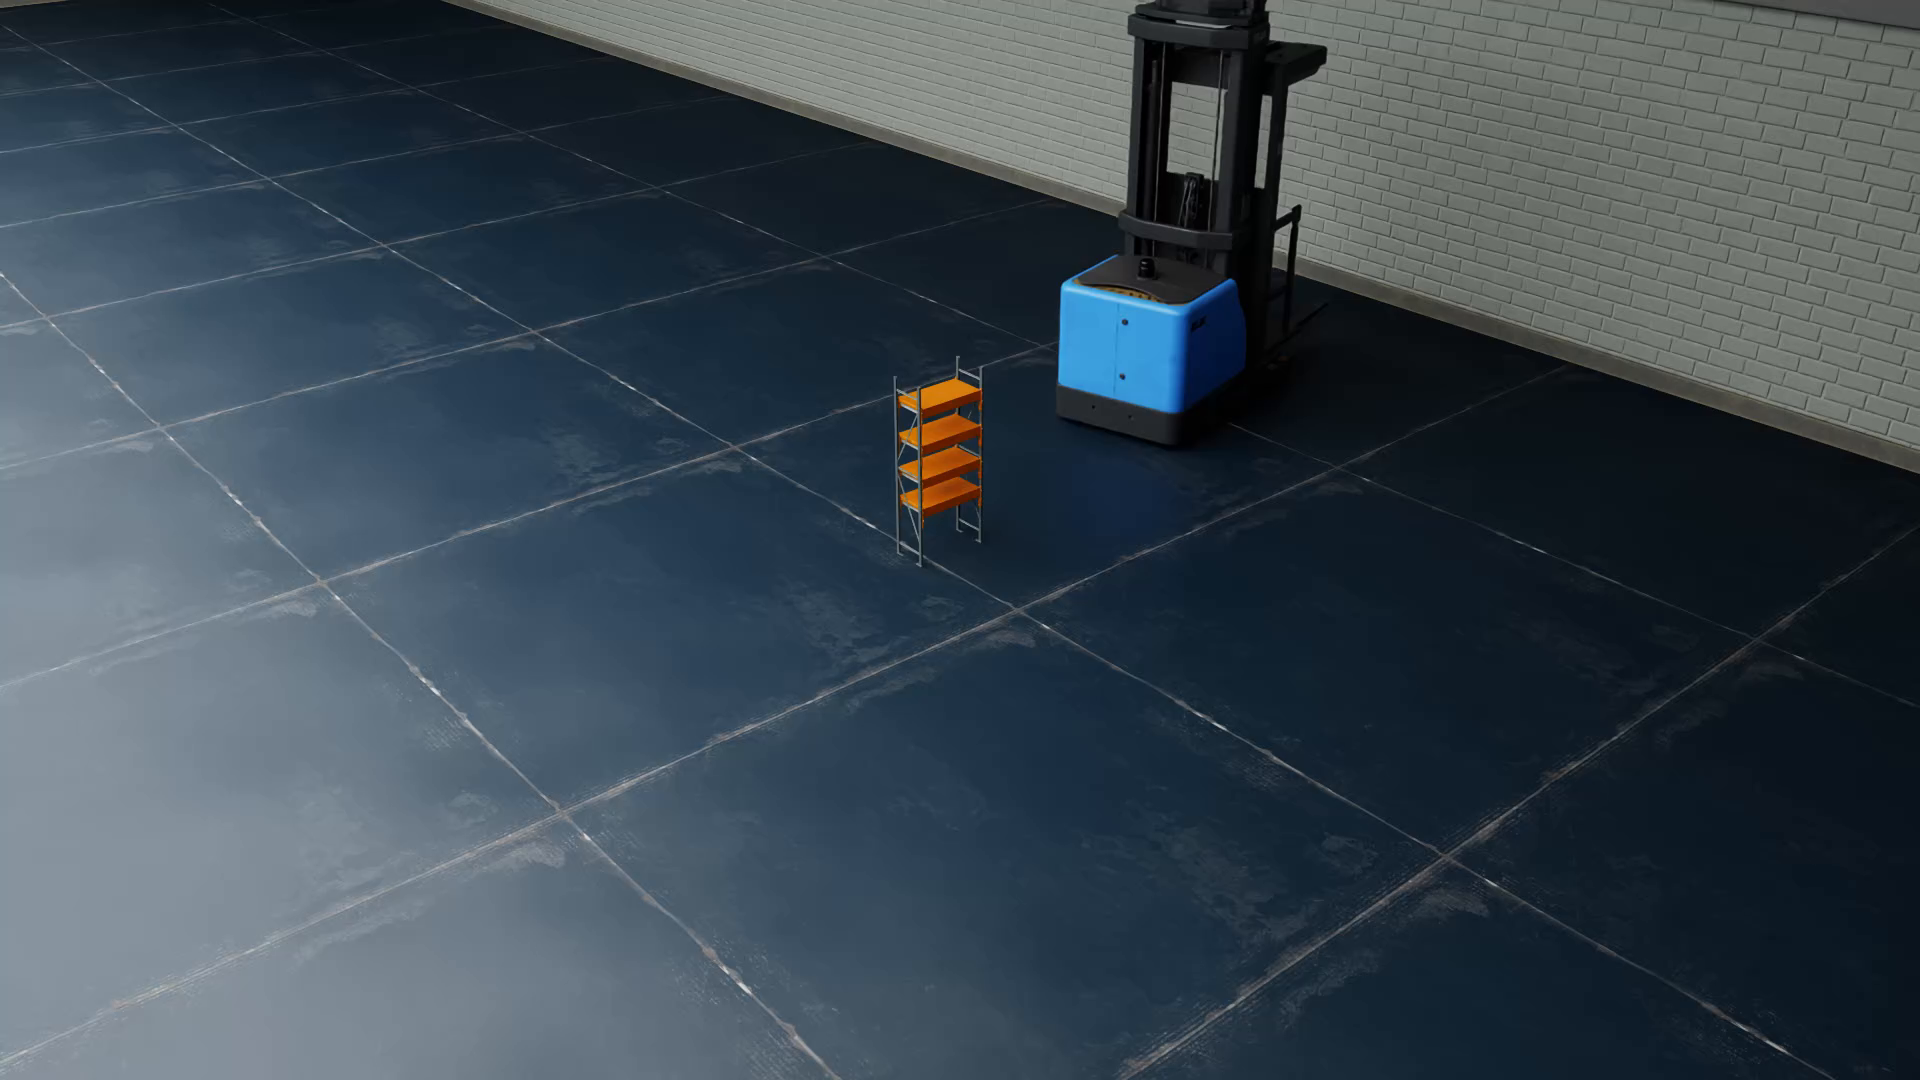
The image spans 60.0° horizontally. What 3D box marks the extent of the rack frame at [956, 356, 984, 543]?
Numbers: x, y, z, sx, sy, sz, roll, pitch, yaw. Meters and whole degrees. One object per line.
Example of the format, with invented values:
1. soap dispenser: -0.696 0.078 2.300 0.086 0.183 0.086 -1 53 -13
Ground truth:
1. rack frame: 0.060 -0.553 10.370 0.015 1.200 0.240 -22 35 -35

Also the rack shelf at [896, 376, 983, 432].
1. rack shelf: -0.126 -0.825 10.046 0.480 0.148 0.258 -22 35 -35

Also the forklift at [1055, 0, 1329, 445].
1. forklift: 1.949 -2.604 12.371 1.130 2.935 3.031 18 33 30

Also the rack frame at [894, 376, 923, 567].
1. rack frame: -0.312 -0.404 10.091 0.015 1.200 0.240 -22 35 -35

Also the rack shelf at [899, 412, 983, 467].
1. rack shelf: -0.126 -0.616 10.157 0.480 0.148 0.258 -22 35 -35

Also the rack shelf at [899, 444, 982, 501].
1. rack shelf: -0.126 -0.419 10.262 0.480 0.148 0.258 -22 35 -35

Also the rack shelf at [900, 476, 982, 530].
1. rack shelf: -0.126 -0.244 10.356 0.480 0.148 0.258 -22 35 -35

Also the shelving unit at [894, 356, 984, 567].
1. shelving unit: -0.126 -0.479 10.231 0.503 1.200 0.258 -22 35 -35
